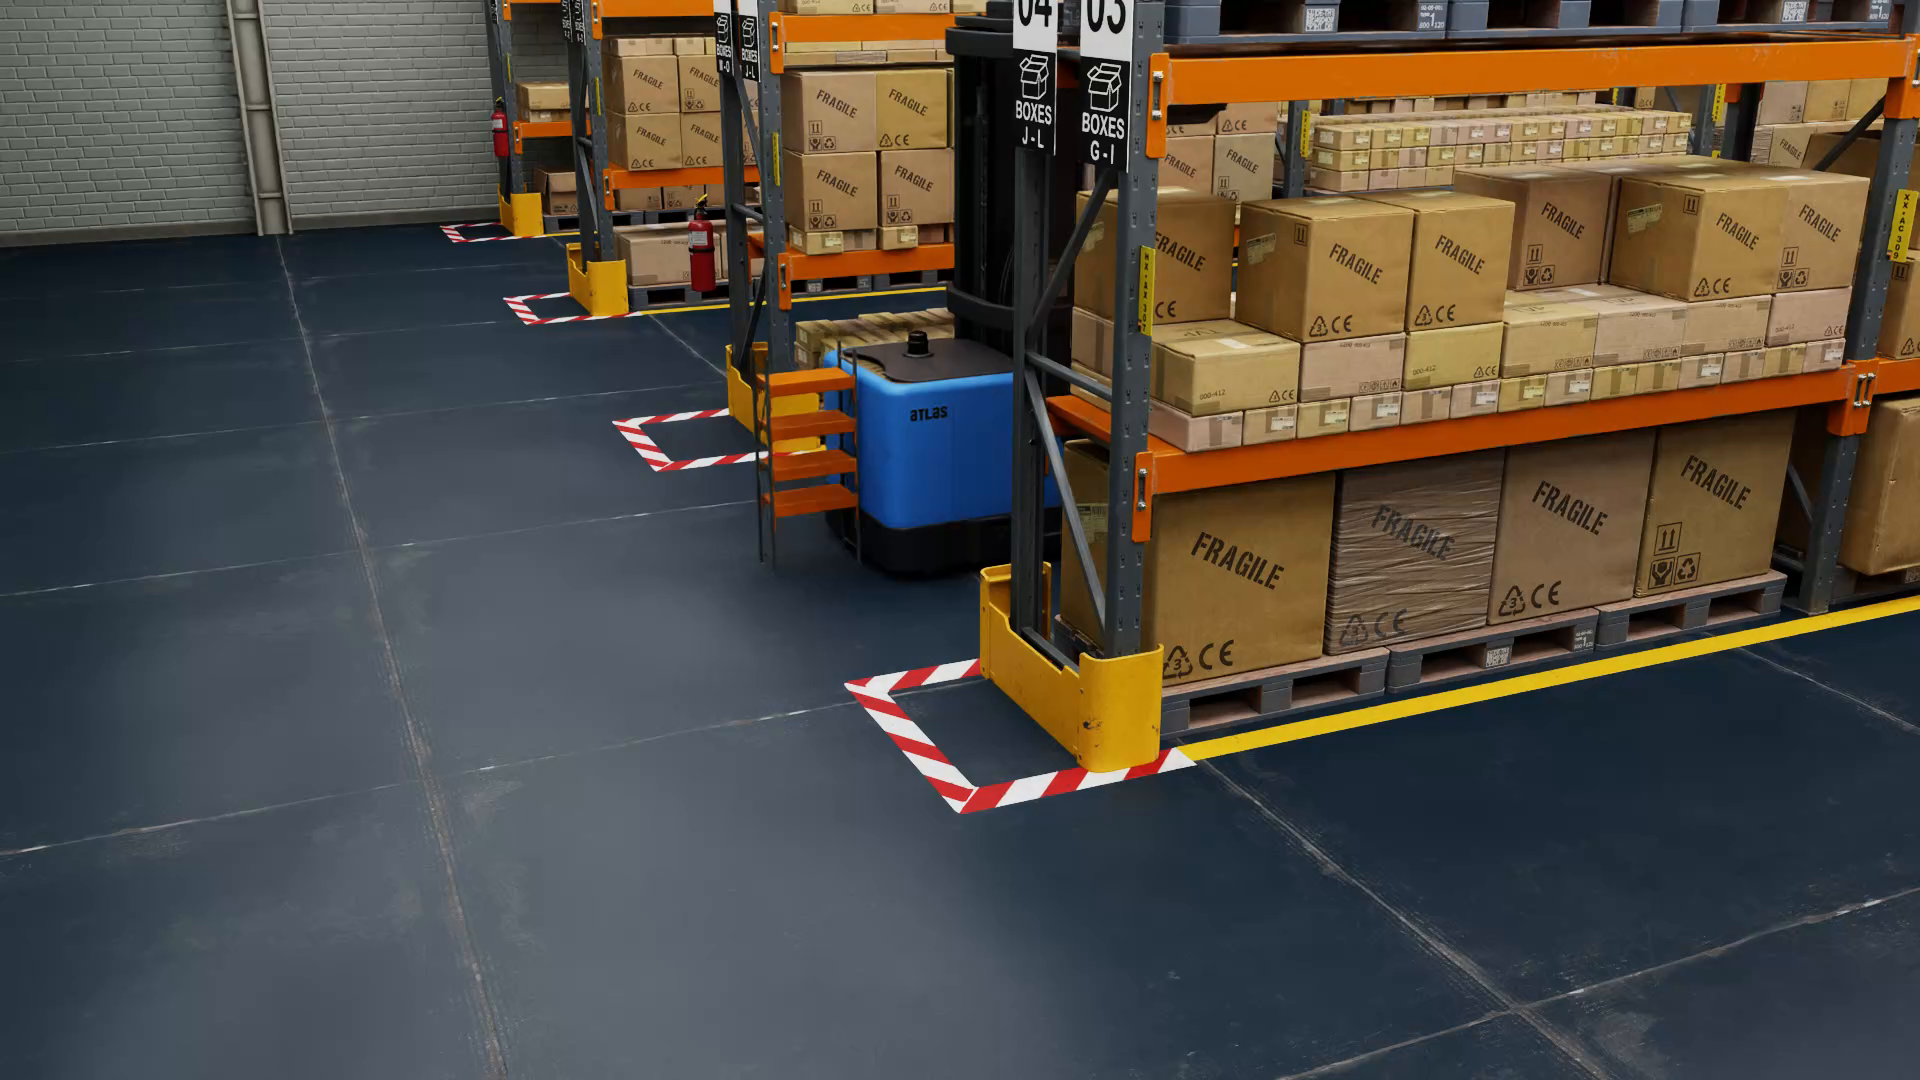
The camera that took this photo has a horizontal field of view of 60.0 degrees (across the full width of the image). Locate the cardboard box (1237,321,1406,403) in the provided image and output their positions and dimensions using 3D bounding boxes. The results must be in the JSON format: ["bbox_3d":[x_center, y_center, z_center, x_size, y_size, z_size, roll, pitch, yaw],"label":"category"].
[{"bbox_3d":[1.506,-0.778,6.992,0.500,0.250,0.500,-8,21,-23],"label":"cardboard box"}]

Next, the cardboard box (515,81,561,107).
[{"bbox_3d":[-5.094,-5.403,20.129,0.500,0.250,0.500,-8,21,-20],"label":"cardboard box"}]

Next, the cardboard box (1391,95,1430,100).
[{"bbox_3d":[4.885,-5.176,18.476,0.500,0.500,0.500,-7,21,-19],"label":"cardboard box"}]

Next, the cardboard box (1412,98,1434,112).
[{"bbox_3d":[5.080,-4.876,18.599,0.250,0.149,0.380,-8,21,-22],"label":"cardboard box"}]

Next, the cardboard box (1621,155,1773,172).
[{"bbox_3d":[3.616,-1.621,8.259,0.500,0.500,0.500,-8,21,-22],"label":"cardboard box"}]

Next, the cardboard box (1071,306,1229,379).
[{"bbox_3d":[0.824,-0.871,7.258,0.500,0.250,0.500,-9,21,-23],"label":"cardboard box"}]

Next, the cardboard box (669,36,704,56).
[{"bbox_3d":[-2.509,-4.521,15.214,0.250,0.149,0.380,-7,21,-20],"label":"cardboard box"}]

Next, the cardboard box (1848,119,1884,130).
[{"bbox_3d":[7.864,-3.458,14.676,0.500,0.500,0.500,-8,21,-22],"label":"cardboard box"}]

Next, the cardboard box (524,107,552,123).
[{"bbox_3d":[-5.000,-5.033,19.679,0.250,0.149,0.380,-8,21,-22],"label":"cardboard box"}]

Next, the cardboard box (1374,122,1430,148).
[{"bbox_3d":[3.319,-3.052,12.524,0.250,0.149,0.380,-8,21,-21],"label":"cardboard box"}]

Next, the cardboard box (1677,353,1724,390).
[{"bbox_3d":[3.299,-0.823,7.721,0.250,0.149,0.380,-8,21,-21],"label":"cardboard box"}]

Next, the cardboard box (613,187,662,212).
[{"bbox_3d":[-4.011,-4.363,20.529,0.500,0.500,0.700,-7,21,-20],"label":"cardboard box"}]

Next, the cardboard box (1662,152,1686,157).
[{"bbox_3d":[5.687,-3.110,13.583,0.250,0.149,0.380,-8,21,-21],"label":"cardboard box"}]

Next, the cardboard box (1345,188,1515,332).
[{"bbox_3d":[1.964,-1.197,7.053,0.500,0.500,0.500,-9,21,-23],"label":"cardboard box"}]

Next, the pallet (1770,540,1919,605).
[{"bbox_3d":[4.836,0.008,9.182,1.213,0.211,1.003,-8,21,-22],"label":"pallet"}]

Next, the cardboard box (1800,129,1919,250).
[{"bbox_3d":[4.740,-1.790,8.428,0.637,0.503,0.797,-9,21,-23],"label":"cardboard box"}]

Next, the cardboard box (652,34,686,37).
[{"bbox_3d":[-2.764,-4.712,15.756,0.250,0.149,0.380,-8,21,-22],"label":"cardboard box"}]

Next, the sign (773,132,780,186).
[{"bbox_3d":[-1.173,-2.426,10.591,0.005,0.325,0.100,-8,21,-22],"label":"sign"}]

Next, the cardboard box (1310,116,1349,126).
[{"bbox_3d":[2.823,-3.217,12.992,0.250,0.149,0.380,-9,21,-24],"label":"cardboard box"}]

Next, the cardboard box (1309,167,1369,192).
[{"bbox_3d":[2.829,-2.700,12.420,0.250,0.149,0.380,-9,21,-25],"label":"cardboard box"}]

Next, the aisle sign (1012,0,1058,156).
[{"bbox_3d":[0.299,-1.965,6.672,0.004,0.787,0.394,-8,21,-22],"label":"aisle sign"}]

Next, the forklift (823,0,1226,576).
[{"bbox_3d":[0.779,-1.506,9.385,3.031,2.935,1.130,-9,21,-24],"label":"forklift"}]

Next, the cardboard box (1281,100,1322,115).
[{"bbox_3d":[3.560,-4.755,17.984,0.500,0.250,0.500,-8,21,-22],"label":"cardboard box"}]

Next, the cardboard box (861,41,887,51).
[{"bbox_3d":[-0.884,-4.778,15.943,0.250,0.149,0.380,-8,21,-22],"label":"cardboard box"}]

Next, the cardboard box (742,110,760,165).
[{"bbox_3d":[-1.959,-3.838,15.756,0.500,0.500,0.500,-8,21,-22],"label":"cardboard box"}]

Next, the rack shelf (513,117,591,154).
[{"bbox_3d":[-3.574,-5.116,20.618,4.000,0.370,1.077,-8,21,-22],"label":"rack shelf"}]

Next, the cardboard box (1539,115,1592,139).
[{"bbox_3d":[4.750,-3.258,13.109,0.250,0.149,0.380,-8,21,-22],"label":"cardboard box"}]

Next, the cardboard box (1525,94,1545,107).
[{"bbox_3d":[6.510,-5.076,19.169,0.250,0.149,0.380,-8,21,-21],"label":"cardboard box"}]

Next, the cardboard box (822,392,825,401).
[{"bbox_3d":[-0.780,-1.007,11.527,0.250,0.149,0.380,-8,21,-21],"label":"cardboard box"}]

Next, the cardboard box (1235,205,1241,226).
[{"bbox_3d":[1.922,-2.414,12.241,0.250,0.149,0.380,-9,21,-23],"label":"cardboard box"}]

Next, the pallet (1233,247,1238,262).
[{"bbox_3d":[3.151,-3.335,18.677,1.213,0.211,1.003,-8,21,-22],"label":"pallet"}]

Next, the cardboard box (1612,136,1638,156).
[{"bbox_3d":[5.200,-3.180,13.335,0.250,0.149,0.380,-8,21,-21],"label":"cardboard box"}]

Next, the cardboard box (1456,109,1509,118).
[{"bbox_3d":[4.251,-3.420,13.569,0.250,0.149,0.380,-7,21,-20],"label":"cardboard box"}]

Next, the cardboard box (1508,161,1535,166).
[{"bbox_3d":[4.258,-2.906,13.004,0.250,0.149,0.380,-9,21,-24],"label":"cardboard box"}]

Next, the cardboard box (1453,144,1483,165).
[{"bbox_3d":[3.788,-2.980,12.766,0.250,0.149,0.380,-7,21,-20],"label":"cardboard box"}]

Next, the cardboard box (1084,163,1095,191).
[{"bbox_3d":[1.018,-2.614,11.830,0.500,0.500,0.500,-8,21,-22],"label":"cardboard box"}]

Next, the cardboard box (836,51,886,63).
[{"bbox_3d":[-1.025,-4.444,15.970,0.500,0.500,0.500,-8,21,-21],"label":"cardboard box"}]

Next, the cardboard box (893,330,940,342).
[{"bbox_3d":[-0.284,-1.349,11.601,0.250,0.149,0.380,-8,21,-22],"label":"cardboard box"}]

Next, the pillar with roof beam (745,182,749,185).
[{"bbox_3d":[-1.029,-7.419,17.042,0.400,9.000,9.100,-8,21,-22],"label":"pillar with roof beam"}]

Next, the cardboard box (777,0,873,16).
[{"bbox_3d":[-0.874,-3.508,10.678,0.500,0.250,0.500,-7,21,-20],"label":"cardboard box"}]

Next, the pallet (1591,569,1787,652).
[{"bbox_3d":[3.428,0.208,8.612,1.213,0.211,1.003,-8,21,-22],"label":"pallet"}]

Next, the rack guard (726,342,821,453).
[{"bbox_3d":[-1.318,-1.014,11.648,0.348,0.500,1.175,-8,21,-22],"label":"rack guard"}]

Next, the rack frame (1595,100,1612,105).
[{"bbox_3d":[7.577,-5.258,19.938,0.127,3.000,1.000,-8,21,-22],"label":"rack frame"}]

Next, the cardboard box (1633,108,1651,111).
[{"bbox_3d":[7.994,-5.083,19.819,0.250,0.149,0.380,-8,21,-22],"label":"cardboard box"}]

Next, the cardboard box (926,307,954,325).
[{"bbox_3d":[-0.074,-1.619,12.368,0.250,0.149,0.380,-7,21,-20],"label":"cardboard box"}]

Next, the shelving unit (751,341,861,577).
[{"bbox_3d":[-0.824,-0.437,8.956,0.503,1.200,0.258,-9,21,-24],"label":"shelving unit"}]

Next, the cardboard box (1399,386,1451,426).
[{"bbox_3d":[1.884,-0.620,7.145,0.250,0.149,0.380,-9,21,-23],"label":"cardboard box"}]

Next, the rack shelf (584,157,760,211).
[{"bbox_3d":[-1.605,-3.603,16.321,4.000,0.370,1.077,-8,21,-22],"label":"rack shelf"}]

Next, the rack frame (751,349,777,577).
[{"bbox_3d":[-1.044,-0.402,8.857,0.015,1.200,0.240,-9,21,-24],"label":"rack frame"}]

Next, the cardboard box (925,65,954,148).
[{"bbox_3d":[0.077,-2.950,11.279,0.500,0.500,0.500,-9,21,-23],"label":"cardboard box"}]
